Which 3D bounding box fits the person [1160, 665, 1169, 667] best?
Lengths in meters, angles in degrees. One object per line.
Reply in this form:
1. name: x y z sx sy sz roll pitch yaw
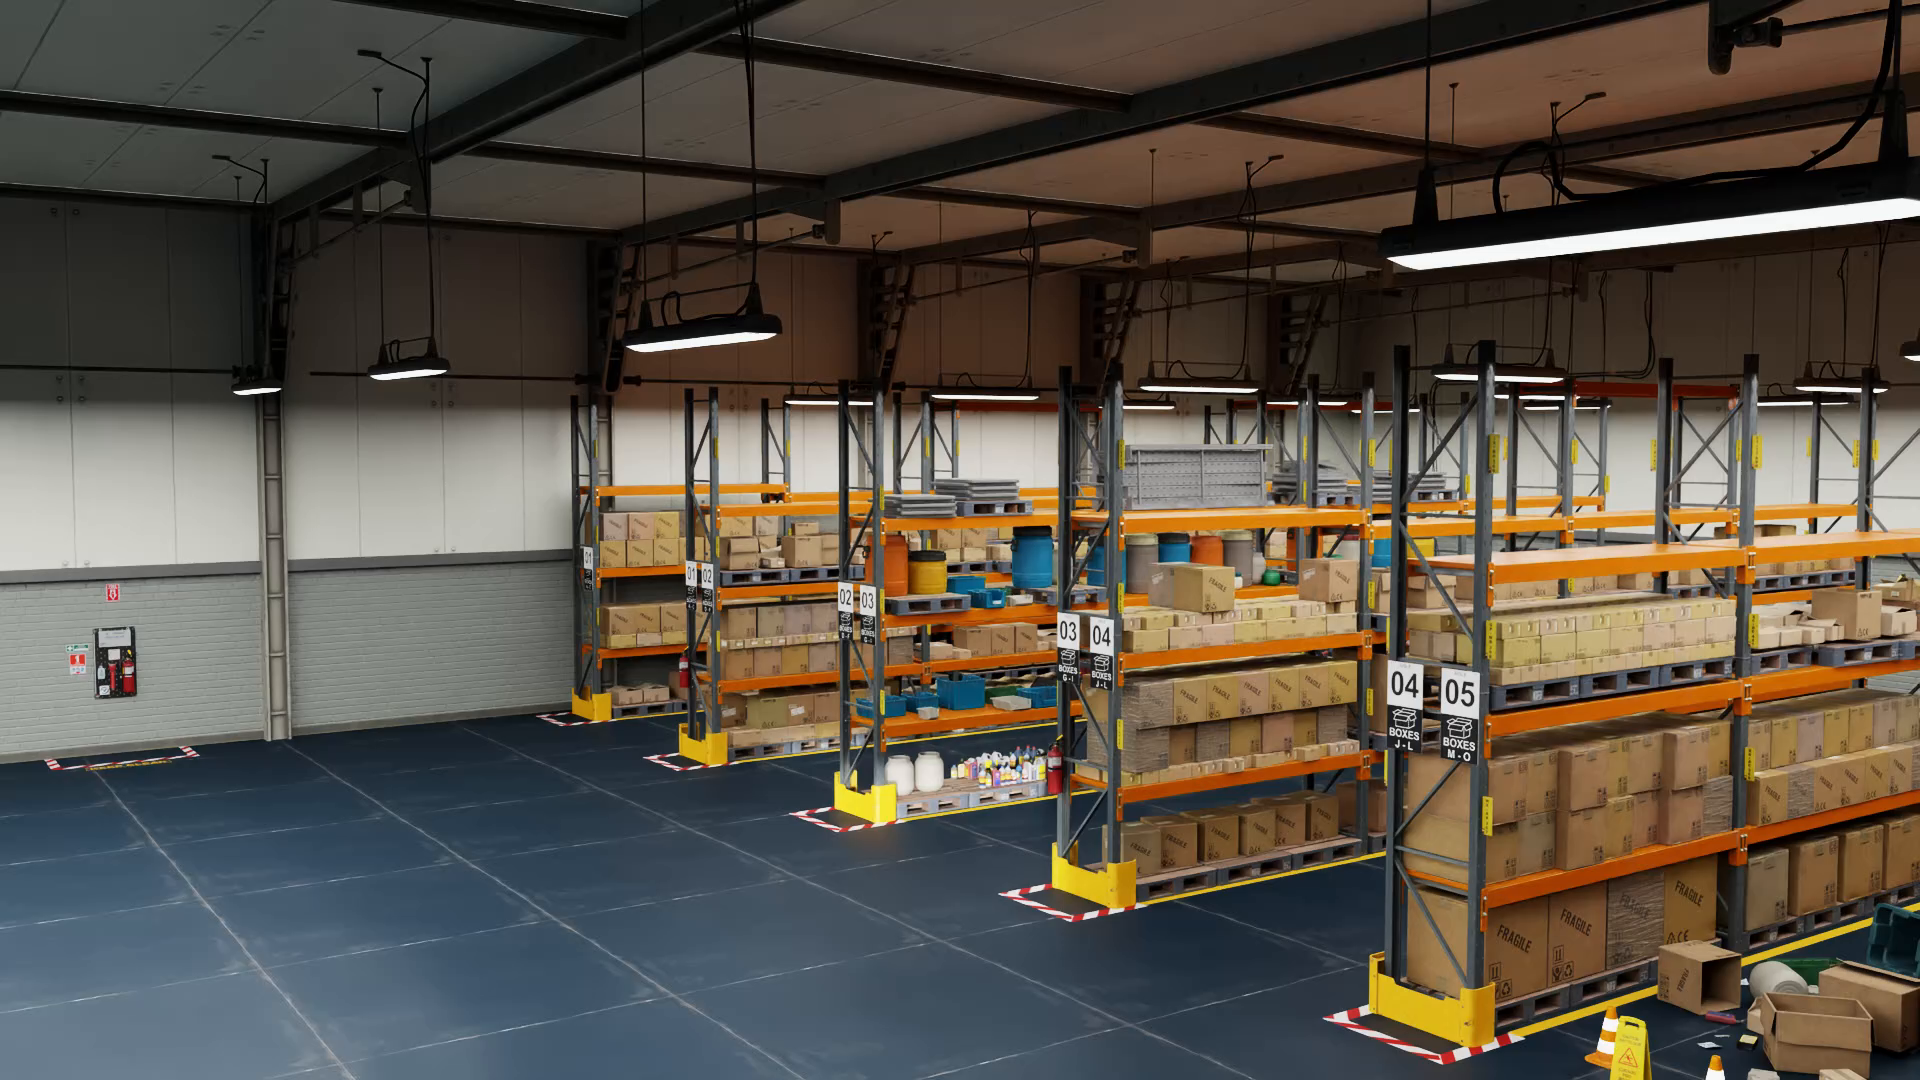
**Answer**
1. person: 3.706 2.502 29.524 0.963 1.718 0.578 -2 4 -29
